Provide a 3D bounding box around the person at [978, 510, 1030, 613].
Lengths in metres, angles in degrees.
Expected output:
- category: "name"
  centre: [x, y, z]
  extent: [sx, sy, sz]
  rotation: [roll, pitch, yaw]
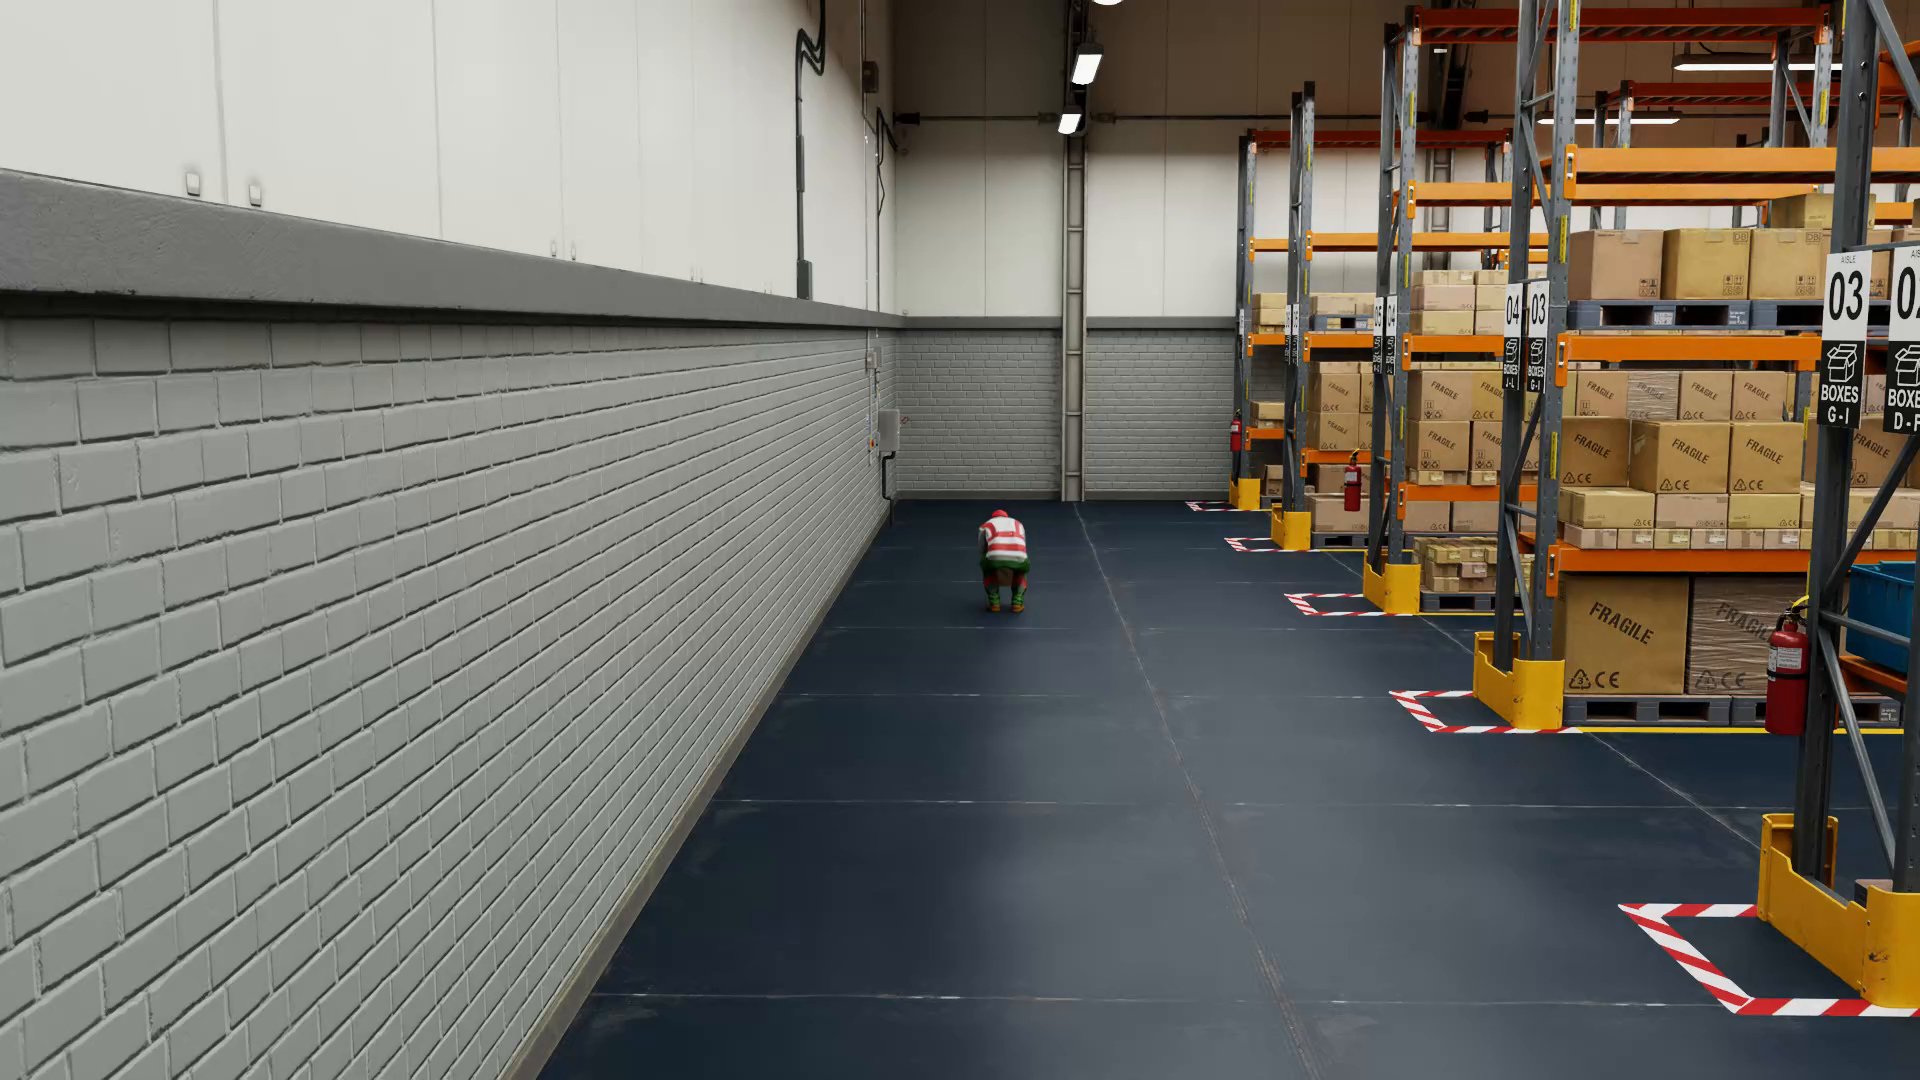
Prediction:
- category: "person"
  centre: [0.454, 0.220, 17.152]
  extent: [0.533, 0.988, 0.920]
  rotation: [0, 7, 0]
